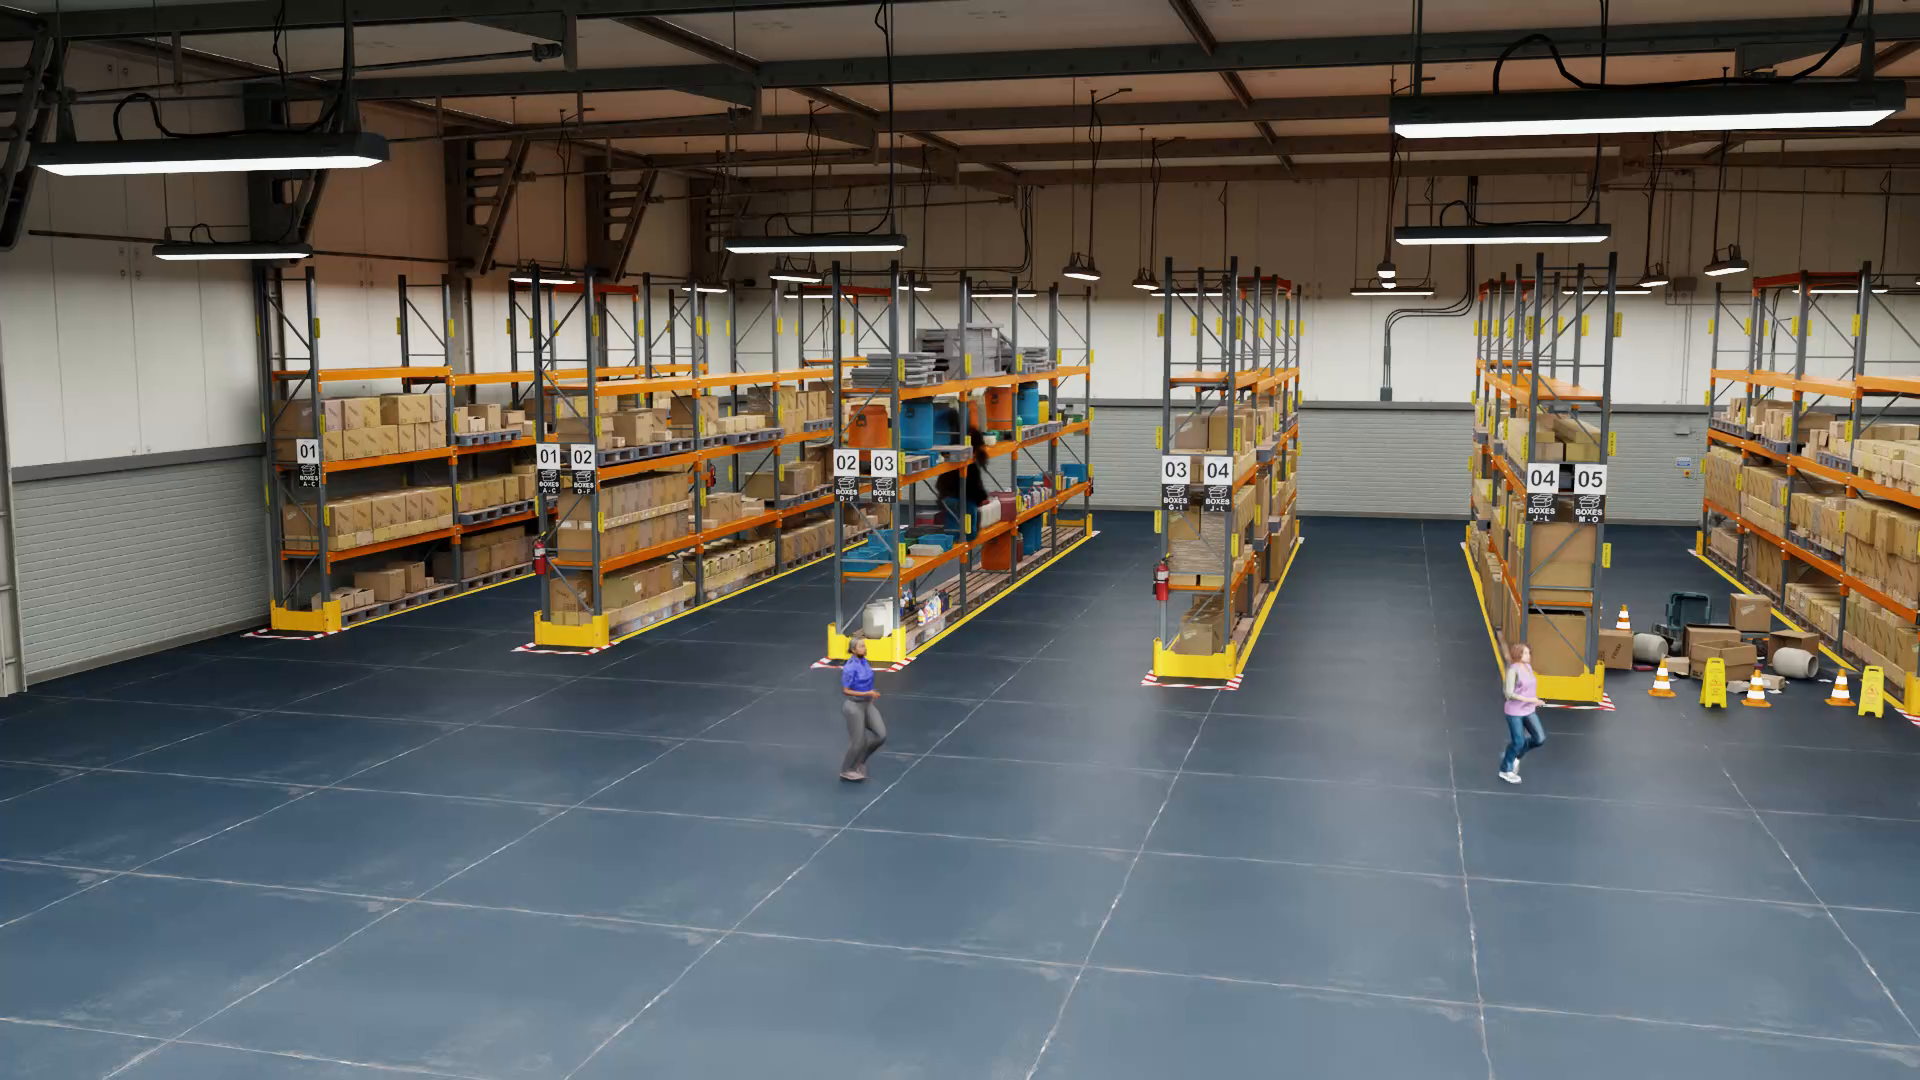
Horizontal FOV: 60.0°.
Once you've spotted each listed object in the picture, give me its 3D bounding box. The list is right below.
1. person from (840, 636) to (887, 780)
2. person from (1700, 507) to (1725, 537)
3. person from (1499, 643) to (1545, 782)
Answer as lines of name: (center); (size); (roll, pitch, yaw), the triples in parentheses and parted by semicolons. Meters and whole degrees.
person: (-1.057, 1.869, 18.385); (0.611, 1.622, 0.554); (4, 8, 31)
person: (17.342, -0.635, 38.129); (0.682, 1.664, 0.638); (7, 10, 43)
person: (6.212, 1.911, 18.323); (0.524, 1.563, 0.553); (-5, 9, -35)
